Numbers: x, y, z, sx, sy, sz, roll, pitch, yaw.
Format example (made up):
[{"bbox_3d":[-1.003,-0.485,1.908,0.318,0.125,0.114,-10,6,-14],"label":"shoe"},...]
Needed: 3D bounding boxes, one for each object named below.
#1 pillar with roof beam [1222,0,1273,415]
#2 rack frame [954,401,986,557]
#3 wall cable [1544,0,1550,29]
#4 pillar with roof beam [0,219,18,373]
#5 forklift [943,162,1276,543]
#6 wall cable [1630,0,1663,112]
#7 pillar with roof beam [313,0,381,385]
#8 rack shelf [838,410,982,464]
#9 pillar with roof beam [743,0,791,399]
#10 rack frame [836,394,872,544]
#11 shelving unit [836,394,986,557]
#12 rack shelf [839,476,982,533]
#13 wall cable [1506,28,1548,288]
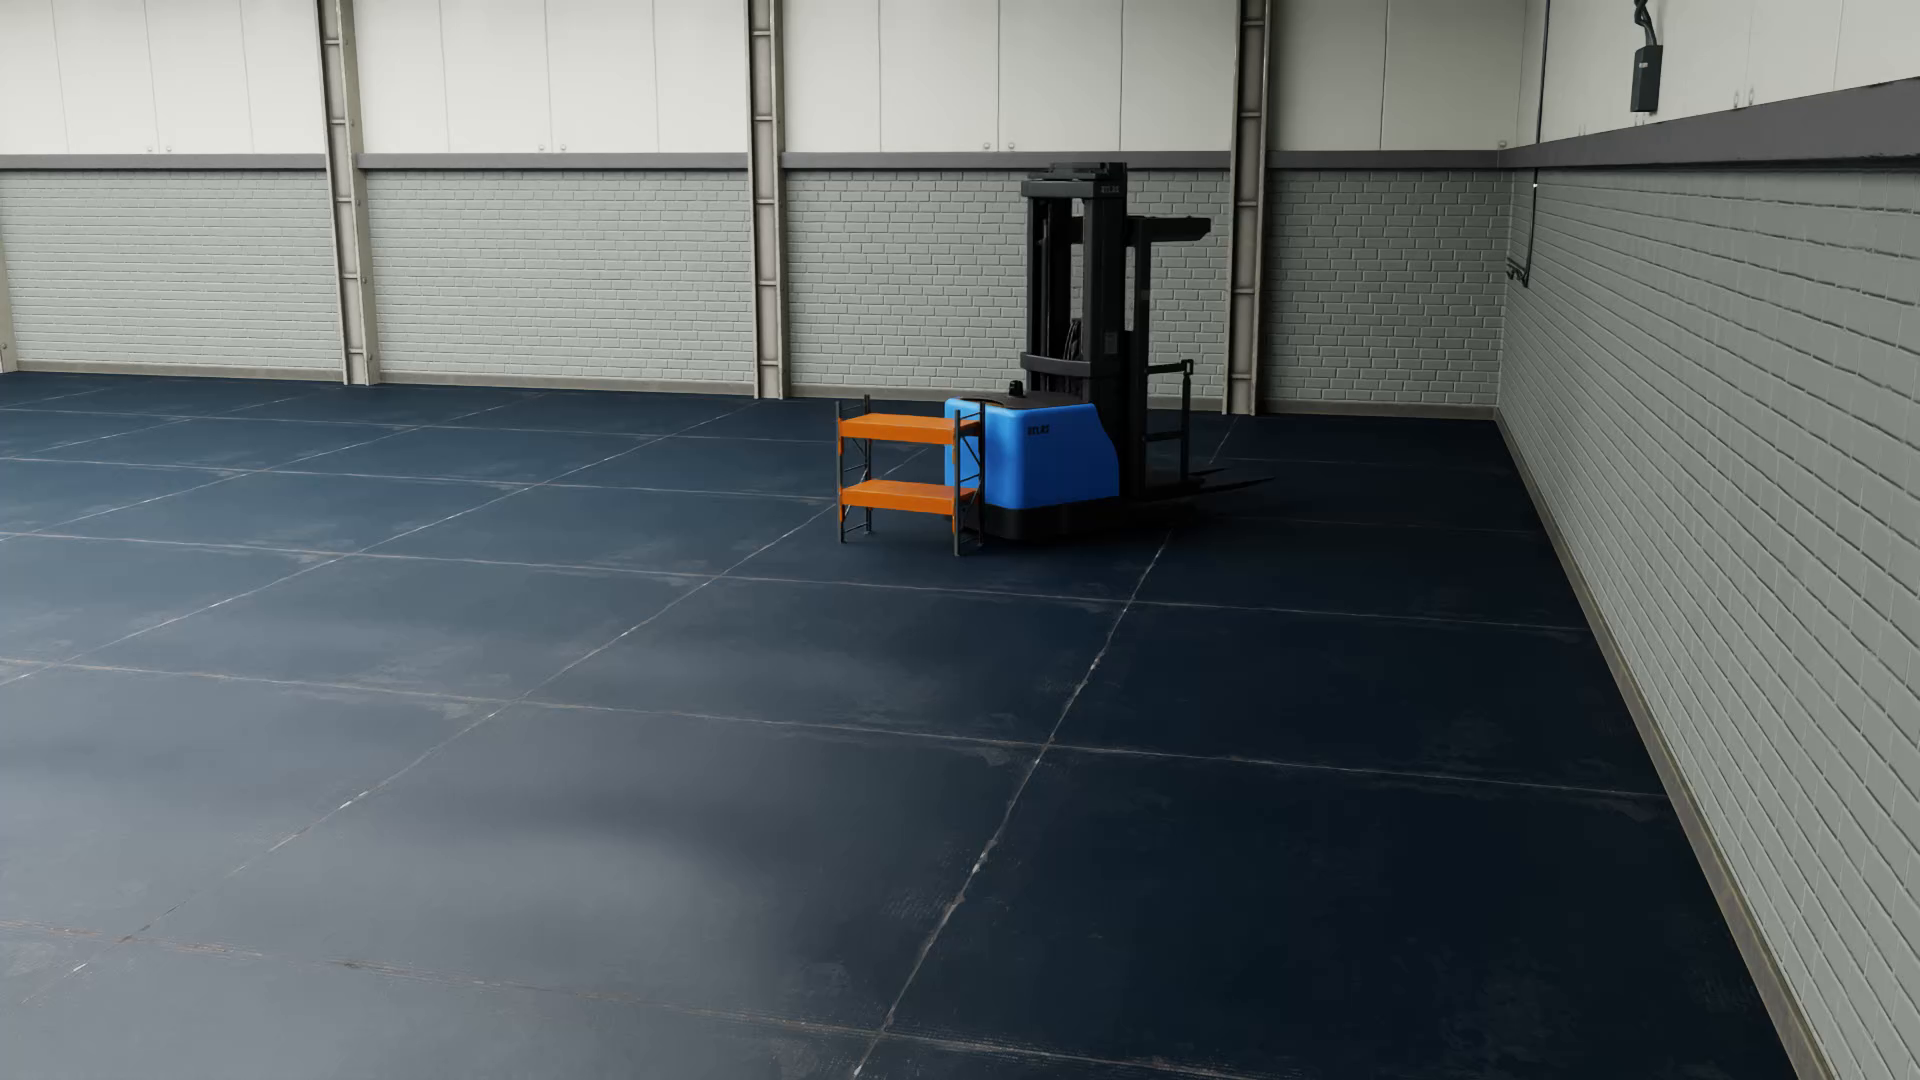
[{"bbox_3d":[2.362,-5.029,15.127,0.400,9.000,9.100,3,13,14],"label":"pillar with roof beam"},{"bbox_3d":[0.077,-0.473,12.769,0.032,1.125,0.500,6,14,25],"label":"rack frame"},{"bbox_3d":[5.289,-5.885,14.490,0.112,2.526,3.097,3,13,14],"label":"wall cable"},{"bbox_3d":[-15.113,-5.964,19.337,0.400,9.000,9.100,3,13,14],"label":"pillar with roof beam"},{"bbox_3d":[1.360,-1.632,13.824,3.031,2.935,1.130,-9,15,-34],"label":"forklift"},{"bbox_3d":[3.647,-5.168,7.902,0.169,6.003,2.305,3,13,14],"label":"wall cable"},{"bbox_3d":[-9.288,-5.652,17.934,0.400,9.000,9.100,3,13,14],"label":"pillar with roof beam"},{"bbox_3d":[-0.382,-0.806,12.920,1.000,0.278,0.538,6,14,25],"label":"rack shelf"},{"bbox_3d":[-3.463,-5.341,16.530,0.400,9.000,9.100,3,13,14],"label":"pillar with roof beam"},{"bbox_3d":[-0.840,-0.568,13.197,0.032,1.125,0.500,6,14,25],"label":"rack frame"},{"bbox_3d":[-0.382,-0.521,12.983,1.048,1.125,0.538,6,14,25],"label":"shelving unit"},{"bbox_3d":[-0.382,-0.282,13.036,1.000,0.278,0.538,6,14,25],"label":"rack shelf"},{"bbox_3d":[5.937,-3.988,17.601,0.112,2.526,3.097,3,13,14],"label":"wall cable"}]
